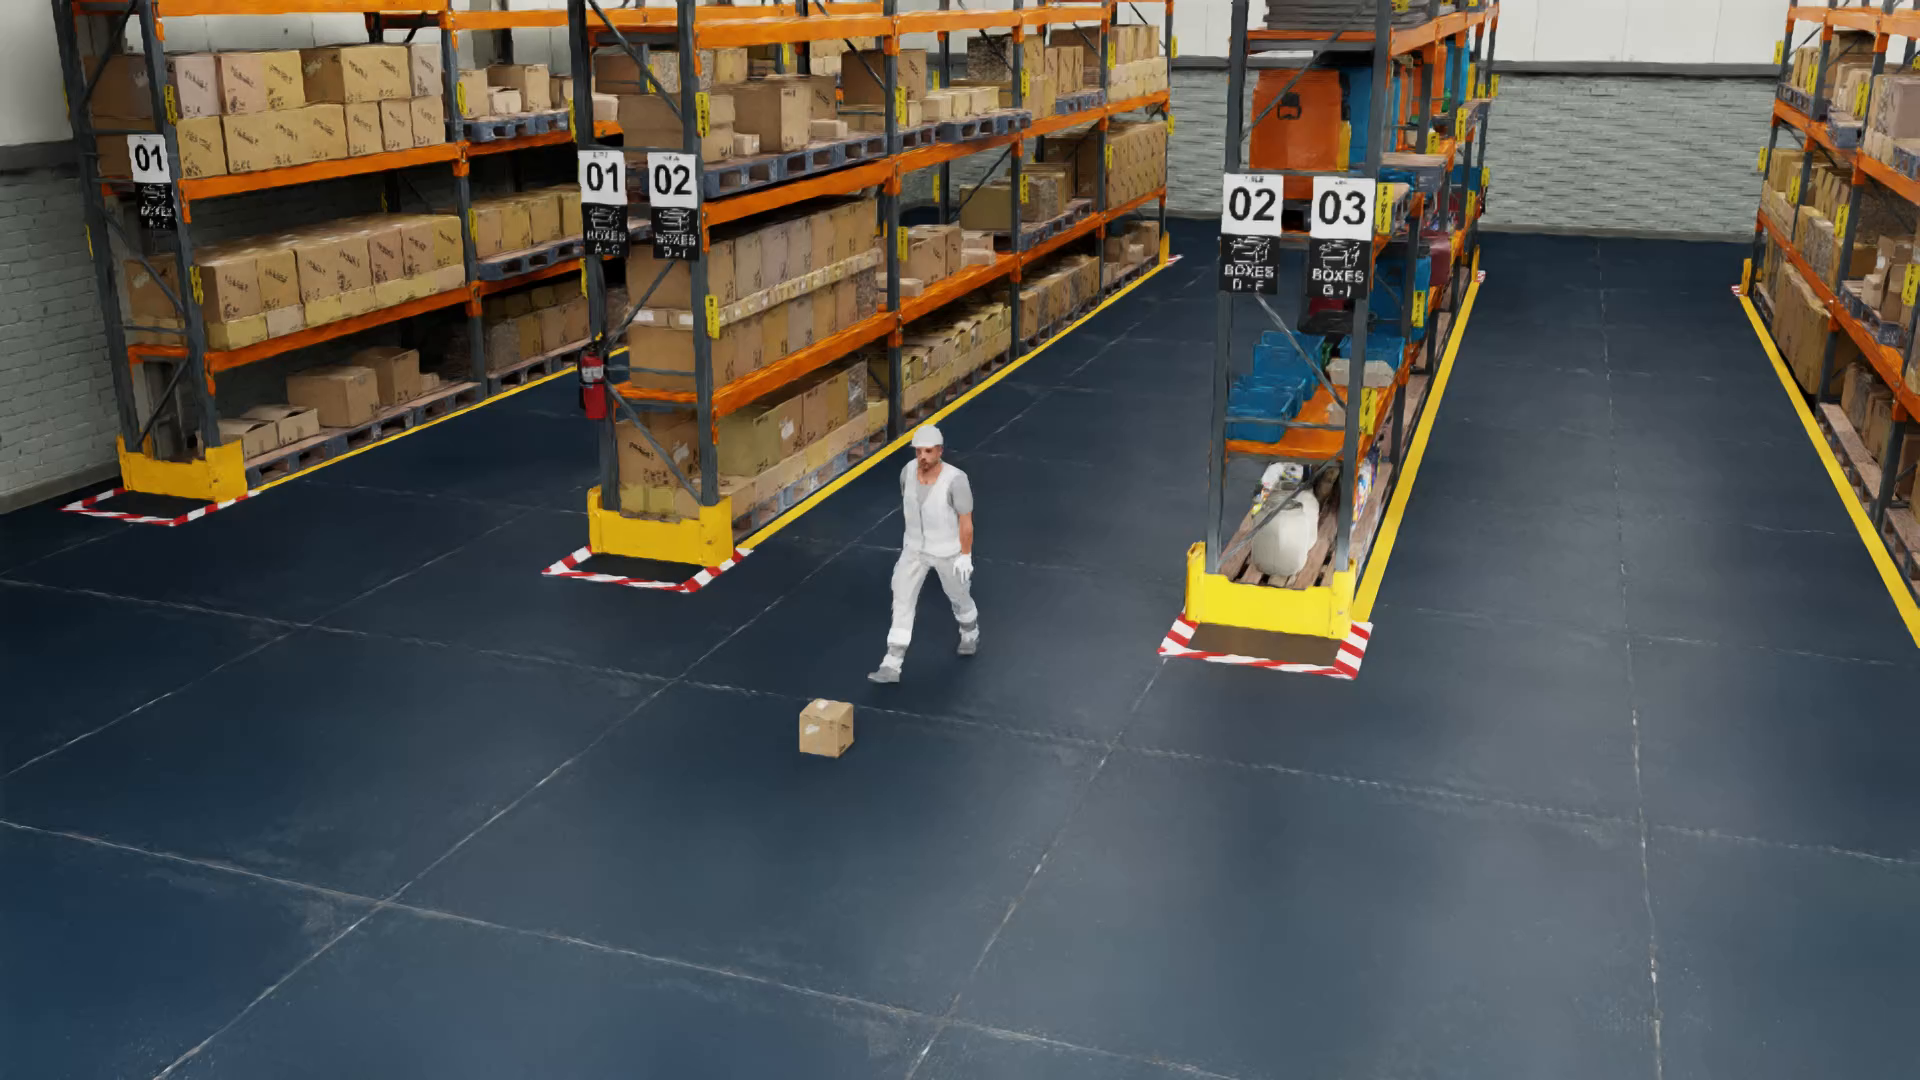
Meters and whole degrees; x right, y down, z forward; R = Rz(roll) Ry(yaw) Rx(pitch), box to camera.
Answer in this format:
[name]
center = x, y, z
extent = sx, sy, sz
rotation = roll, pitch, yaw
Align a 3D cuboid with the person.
[person]
center = -0.198, 0.063, 10.892
extent = 0.581, 1.708, 1.102
rotation = 8, 20, 23
